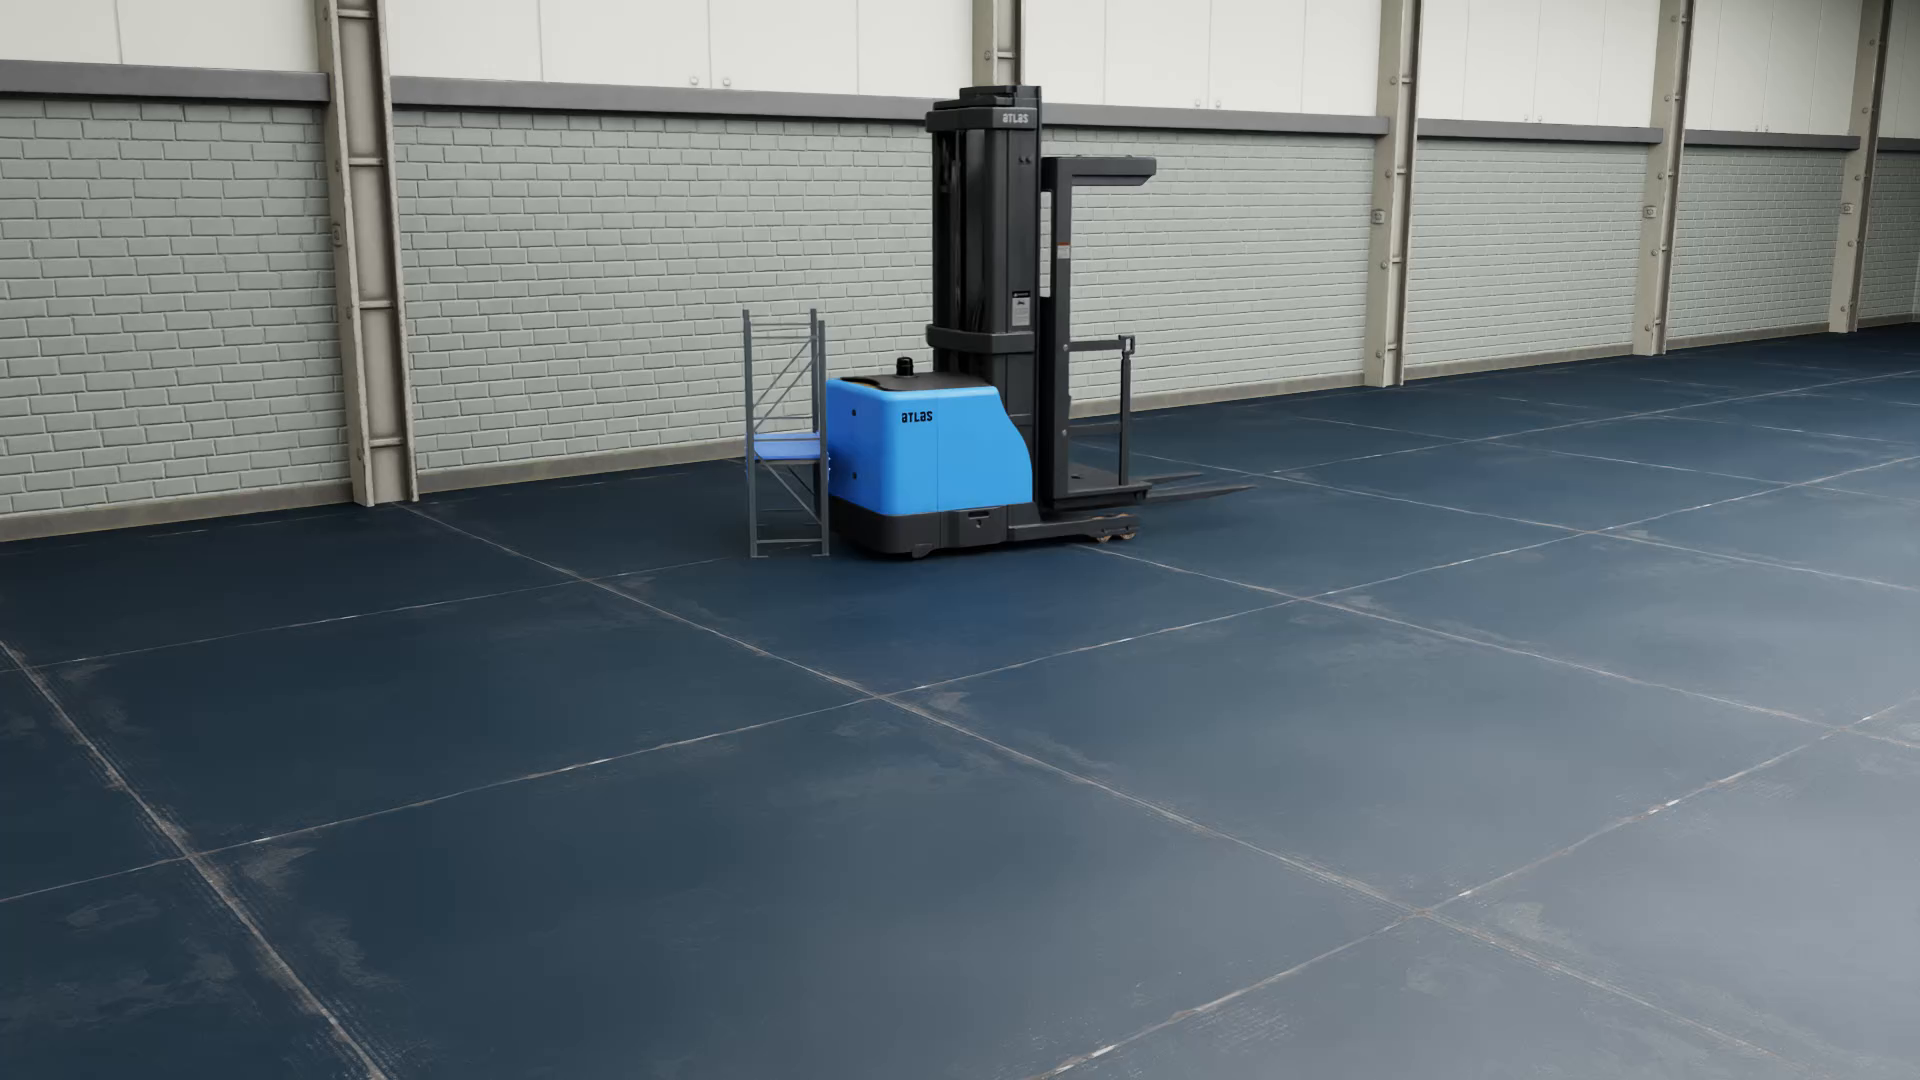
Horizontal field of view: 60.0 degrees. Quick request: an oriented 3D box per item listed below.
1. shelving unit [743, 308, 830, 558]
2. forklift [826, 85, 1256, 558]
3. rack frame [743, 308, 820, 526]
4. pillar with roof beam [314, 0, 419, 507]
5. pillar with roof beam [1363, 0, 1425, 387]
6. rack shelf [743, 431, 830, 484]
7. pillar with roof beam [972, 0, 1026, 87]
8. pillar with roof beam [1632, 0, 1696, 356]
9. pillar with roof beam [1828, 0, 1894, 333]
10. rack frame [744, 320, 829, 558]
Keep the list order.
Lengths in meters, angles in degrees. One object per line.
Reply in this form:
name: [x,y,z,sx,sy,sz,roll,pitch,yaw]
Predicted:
shelving unit: [-1.157,-0.732,10.965,0.538,1.500,1.048,-2,12,-8]
forklift: [0.628,-1.515,11.206,3.031,2.935,1.130,-6,14,-27]
rack frame: [-1.225,-0.836,11.457,0.500,1.500,0.032,-2,12,-8]
pillar with roof beam: [-1.634,-4.000,8.301,0.400,9.000,9.100,-9,15,-38]
pillar with roof beam: [7.736,-5.557,15.634,0.400,9.000,9.100,-9,15,-38]
rack shelf: [-1.157,-0.556,11.002,0.538,0.185,1.000,-2,12,-8]
pillar with roof beam: [3.051,-4.778,11.967,0.400,9.000,9.100,-9,15,-38]
pillar with roof beam: [12.421,-6.335,19.300,0.400,9.000,9.100,-9,15,-38]
pillar with roof beam: [17.106,-7.114,22.967,0.400,9.000,9.100,-9,15,-38]
rack frame: [-1.089,-0.627,10.472,0.500,1.500,0.032,-2,12,-8]
